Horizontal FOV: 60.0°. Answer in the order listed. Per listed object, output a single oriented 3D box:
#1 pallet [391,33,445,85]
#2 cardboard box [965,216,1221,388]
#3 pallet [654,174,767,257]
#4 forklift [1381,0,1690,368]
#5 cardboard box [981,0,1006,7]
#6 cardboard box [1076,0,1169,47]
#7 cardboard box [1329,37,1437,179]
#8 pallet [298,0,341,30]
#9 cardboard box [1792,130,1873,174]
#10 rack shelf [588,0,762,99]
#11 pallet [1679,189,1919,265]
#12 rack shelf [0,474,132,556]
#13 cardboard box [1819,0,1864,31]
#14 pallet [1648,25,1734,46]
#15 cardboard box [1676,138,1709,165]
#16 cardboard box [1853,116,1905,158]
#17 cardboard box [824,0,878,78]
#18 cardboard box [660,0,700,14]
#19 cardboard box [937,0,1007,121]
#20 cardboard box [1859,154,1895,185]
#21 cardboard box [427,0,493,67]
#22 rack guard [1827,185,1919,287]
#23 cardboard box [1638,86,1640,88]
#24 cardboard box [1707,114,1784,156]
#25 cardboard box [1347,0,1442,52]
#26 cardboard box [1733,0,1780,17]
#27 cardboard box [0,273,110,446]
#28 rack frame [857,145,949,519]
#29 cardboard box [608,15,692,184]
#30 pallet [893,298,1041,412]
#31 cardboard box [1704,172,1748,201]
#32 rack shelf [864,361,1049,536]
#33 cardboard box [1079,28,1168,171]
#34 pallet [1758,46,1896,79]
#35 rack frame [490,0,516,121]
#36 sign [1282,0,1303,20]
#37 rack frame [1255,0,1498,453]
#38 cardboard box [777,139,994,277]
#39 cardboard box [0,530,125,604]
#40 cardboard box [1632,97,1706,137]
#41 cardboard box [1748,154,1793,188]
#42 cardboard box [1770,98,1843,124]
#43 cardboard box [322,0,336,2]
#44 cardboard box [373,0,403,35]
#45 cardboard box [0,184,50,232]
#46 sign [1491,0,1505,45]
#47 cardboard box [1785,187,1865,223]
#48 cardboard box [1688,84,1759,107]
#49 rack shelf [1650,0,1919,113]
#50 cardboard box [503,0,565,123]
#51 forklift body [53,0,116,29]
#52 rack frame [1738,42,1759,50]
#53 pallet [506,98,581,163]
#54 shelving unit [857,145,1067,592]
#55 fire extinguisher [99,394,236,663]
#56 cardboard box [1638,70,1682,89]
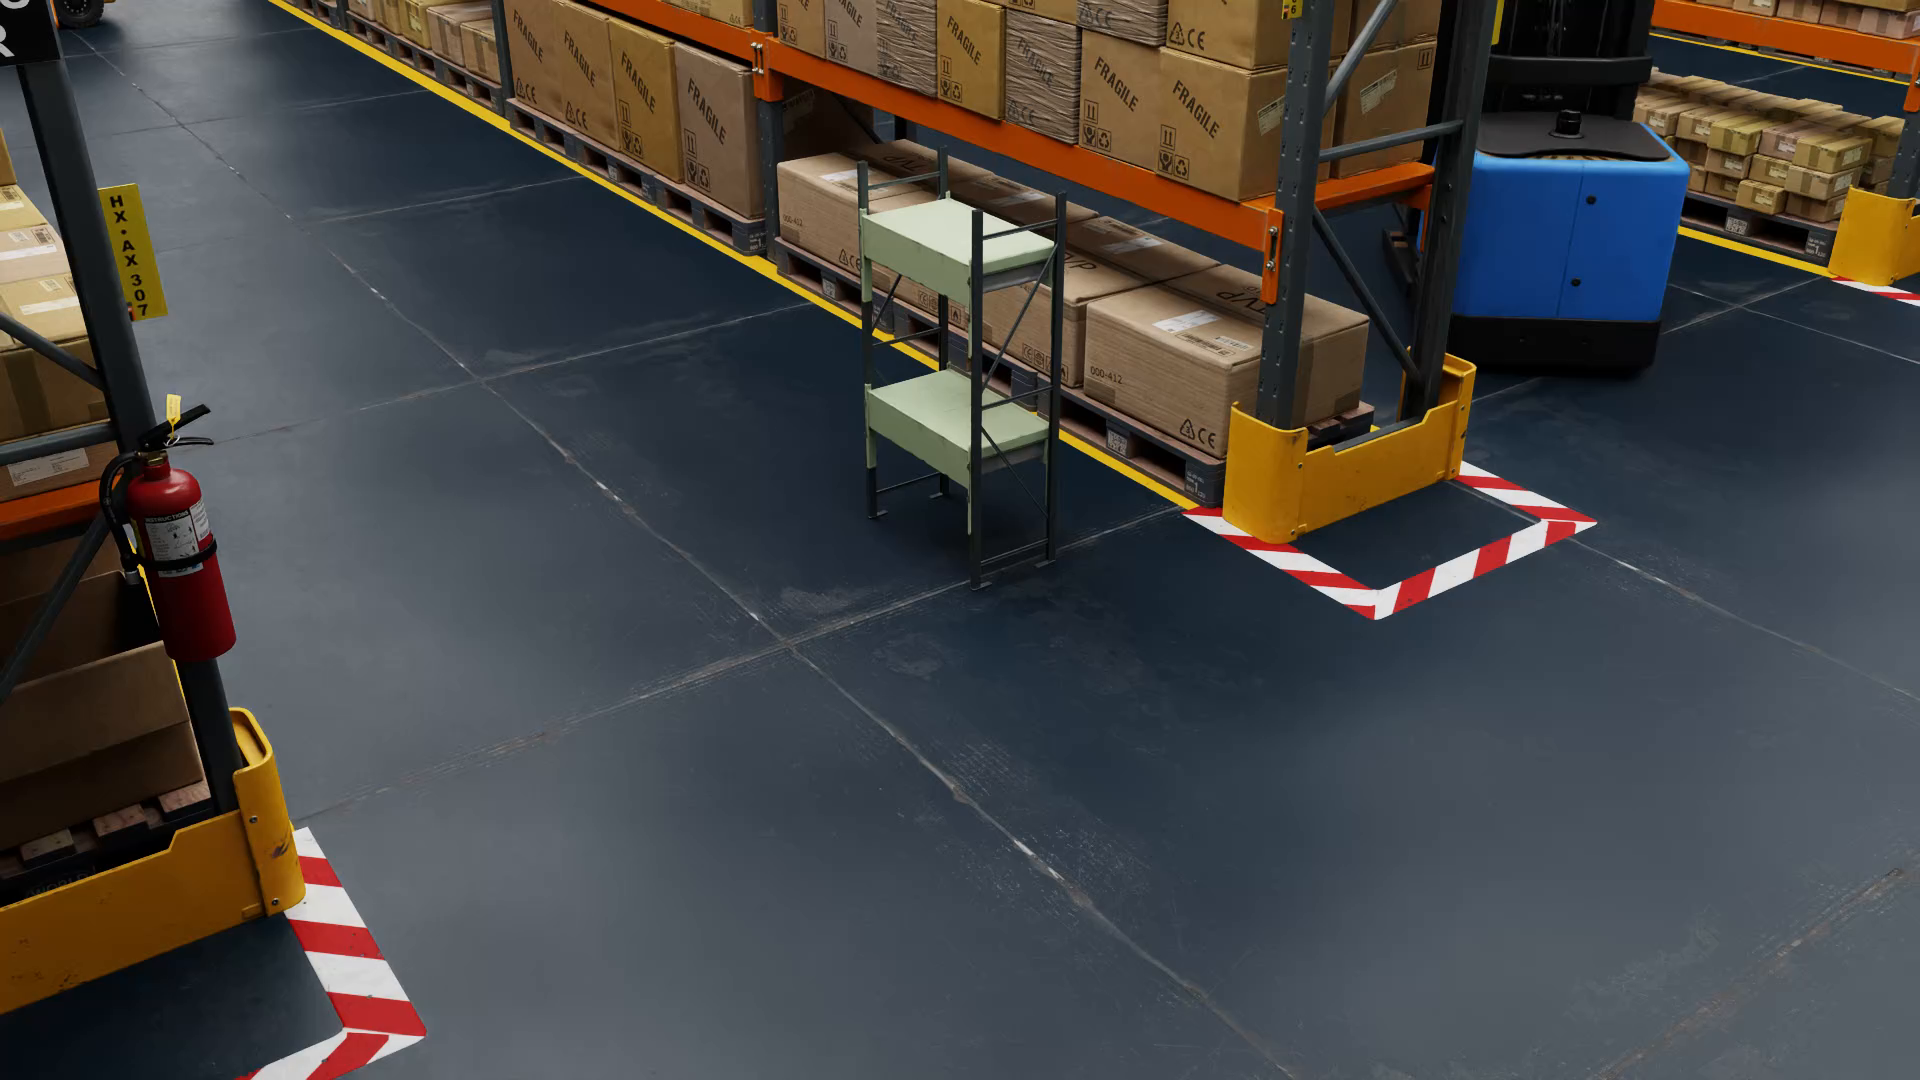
[{"bbox_3d":[-4.168,-4.187,14.239,1.003,0.211,1.213,-19,34,-31],"label":"pallet"},{"bbox_3d":[0.626,-1.165,7.997,0.875,0.438,0.875,-18,33,-29],"label":"cardboard box"},{"bbox_3d":[-1.201,-2.133,10.457,1.003,0.211,1.213,-19,34,-31],"label":"pallet"},{"bbox_3d":[3.026,-2.805,8.844,1.130,2.935,3.031,2,29,4],"label":"forklift"},{"bbox_3d":[0.253,-2.713,7.451,0.500,0.500,0.500,-19,34,-31],"label":"cardboard box"},{"bbox_3d":[0.827,-2.324,6.734,0.500,0.500,0.500,-19,34,-30],"label":"cardboard box"},{"bbox_3d":[1.583,-1.834,6.880,0.500,0.500,0.500,-19,34,-31],"label":"cardboard box"},{"bbox_3d":[-5.751,-5.215,16.132,1.003,0.211,1.213,-19,34,-31],"label":"pallet"},{"bbox_3d":[5.088,-2.263,9.697,0.380,0.149,0.250,-18,33,-30],"label":"cardboard box"},{"bbox_3d":[-1.852,-3.541,10.881,1.077,0.370,4.000,-19,34,-31],"label":"rack shelf"},{"bbox_3d":[5.115,-2.064,10.329,1.003,0.211,1.213,-19,34,-31],"label":"pallet"},{"bbox_3d":[-3.573,-0.610,5.484,1.077,0.370,4.000,-19,34,-31],"label":"rack shelf"},{"bbox_3d":[5.069,-2.979,9.356,0.380,0.149,0.250,-19,34,-31],"label":"cardboard box"},{"bbox_3d":[6.871,-4.877,15.508,1.003,0.211,1.213,-19,34,-31],"label":"pallet"},{"bbox_3d":[4.688,-2.457,10.367,0.380,0.149,0.250,-19,34,-31],"label":"cardboard box"},{"bbox_3d":[5.574,-2.425,9.996,0.380,0.149,0.250,-21,35,-33],"label":"cardboard box"},{"bbox_3d":[-0.345,-2.672,8.422,0.500,0.500,0.500,-19,34,-30],"label":"cardboard box"},{"bbox_3d":[-1.452,-3.316,9.871,0.500,0.250,0.500,-19,34,-31],"label":"cardboard box"},{"bbox_3d":[0.237,-2.276,7.694,0.500,0.500,0.500,-18,33,-29],"label":"cardboard box"},{"bbox_3d":[5.507,-2.271,10.025,0.380,0.149,0.250,-17,33,-29],"label":"cardboard box"},{"bbox_3d":[-3.767,-4.171,13.601,0.950,0.372,0.625,-19,34,-32],"label":"cardboard box"},{"bbox_3d":[5.557,-1.865,9.660,1.175,0.500,0.348,-19,34,-31],"label":"rack guard"},{"bbox_3d":[4.198,-2.876,10.827,0.380,0.149,0.250,-19,34,-30],"label":"cardboard box"},{"bbox_3d":[4.735,-2.442,10.027,0.380,0.149,0.250,-20,34,-32],"label":"cardboard box"},{"bbox_3d":[1.582,-2.273,6.640,0.500,0.500,0.500,-20,34,-32],"label":"cardboard box"},{"bbox_3d":[4.744,-3.165,9.698,0.380,0.149,0.250,-18,33,-29],"label":"cardboard box"},{"bbox_3d":[-2.457,-0.465,4.308,0.500,0.250,0.500,-19,34,-30],"label":"cardboard box"},{"bbox_3d":[-0.216,-0.804,6.659,0.400,1.500,0.023,-19,34,-31],"label":"rack frame"},{"bbox_3d":[-1.647,-2.898,10.730,0.875,0.875,0.875,-18,33,-29],"label":"cardboard box"},{"bbox_3d":[0.397,-1.062,8.484,1.003,0.211,1.213,-19,34,-31],"label":"pallet"},{"bbox_3d":[4.812,-2.211,10.226,0.380,0.149,0.250,-19,34,-31],"label":"cardboard box"},{"bbox_3d":[-0.004,-0.375,6.552,0.431,0.370,0.720,-19,34,-31],"label":"rack shelf"},{"bbox_3d":[0.854,-1.882,6.967,0.500,0.500,0.500,-20,34,-32],"label":"cardboard box"},{"bbox_3d":[7.758,-4.280,14.410,1.003,0.211,1.213,-19,34,-31],"label":"pallet"},{"bbox_3d":[-3.012,-4.634,12.141,1.000,3.000,0.127,-19,34,-31],"label":"rack frame"},{"bbox_3d":[1.178,-1.993,5.814,0.100,0.325,0.005,-19,34,-31],"label":"sign"},{"bbox_3d":[1.628,-1.524,6.414,1.000,3.000,0.127,-19,34,-31],"label":"rack frame"},{"bbox_3d":[-0.415,-1.864,9.284,0.875,0.438,0.875,-19,34,-31],"label":"cardboard box"},{"bbox_3d":[-3.155,0.158,5.495,0.700,0.500,0.500,-17,33,-29],"label":"cardboard box"},{"bbox_3d":[4.436,-2.649,10.409,0.380,0.149,0.250,-17,33,-29],"label":"cardboard box"},{"bbox_3d":[4.955,-2.239,9.966,0.380,0.149,0.250,-20,34,-32],"label":"cardboard box"},{"bbox_3d":[5.275,-2.632,10.378,0.380,0.149,0.250,-19,34,-31],"label":"cardboard box"},{"bbox_3d":[-5.895,-5.321,15.846,0.500,0.250,0.500,-17,33,-28],"label":"cardboard box"},{"bbox_3d":[-4.607,-4.738,14.644,0.950,0.372,0.625,-17,33,-28],"label":"cardboard box"},{"bbox_3d":[-3.046,-0.857,5.030,0.500,0.250,0.500,-19,34,-32],"label":"cardboard box"},{"bbox_3d":[2.084,-2.091,6.467,0.100,0.325,0.005,-19,34,-31],"label":"sign"},{"bbox_3d":[5.126,-2.013,9.860,0.380,0.149,0.250,-18,33,-30],"label":"cardboard box"},{"bbox_3d":[4.910,-2.816,10.716,0.380,0.149,0.250,-17,33,-29],"label":"cardboard box"},{"bbox_3d":[4.441,-3.395,10.613,1.077,0.370,4.000,-19,34,-31],"label":"rack shelf"},{"bbox_3d":[-2.679,-3.594,12.011,0.875,0.875,0.875,-19,34,-31],"label":"cardboard box"},{"bbox_3d":[-9.108,-5.764,15.109,2.313,2.155,1.214,-19,34,-31],"label":"forklift body"},{"bbox_3d":[7.380,-5.823,14.329,1.000,3.000,0.127,-19,34,-31],"label":"rack frame"},{"bbox_3d":[-2.617,-3.082,12.203,1.003,0.211,1.213,-19,34,-31],"label":"pallet"},{"bbox_3d":[-0.004,-0.662,6.397,0.431,1.500,0.755,-19,34,-31],"label":"shelving unit"},{"bbox_3d":[-1.951,-0.022,4.119,0.296,0.674,0.183,-19,34,-31],"label":"fire extinguisher"},{"bbox_3d":[4.571,-3.002,11.059,0.380,0.149,0.250,-19,34,-31],"label":"cardboard box"}]
